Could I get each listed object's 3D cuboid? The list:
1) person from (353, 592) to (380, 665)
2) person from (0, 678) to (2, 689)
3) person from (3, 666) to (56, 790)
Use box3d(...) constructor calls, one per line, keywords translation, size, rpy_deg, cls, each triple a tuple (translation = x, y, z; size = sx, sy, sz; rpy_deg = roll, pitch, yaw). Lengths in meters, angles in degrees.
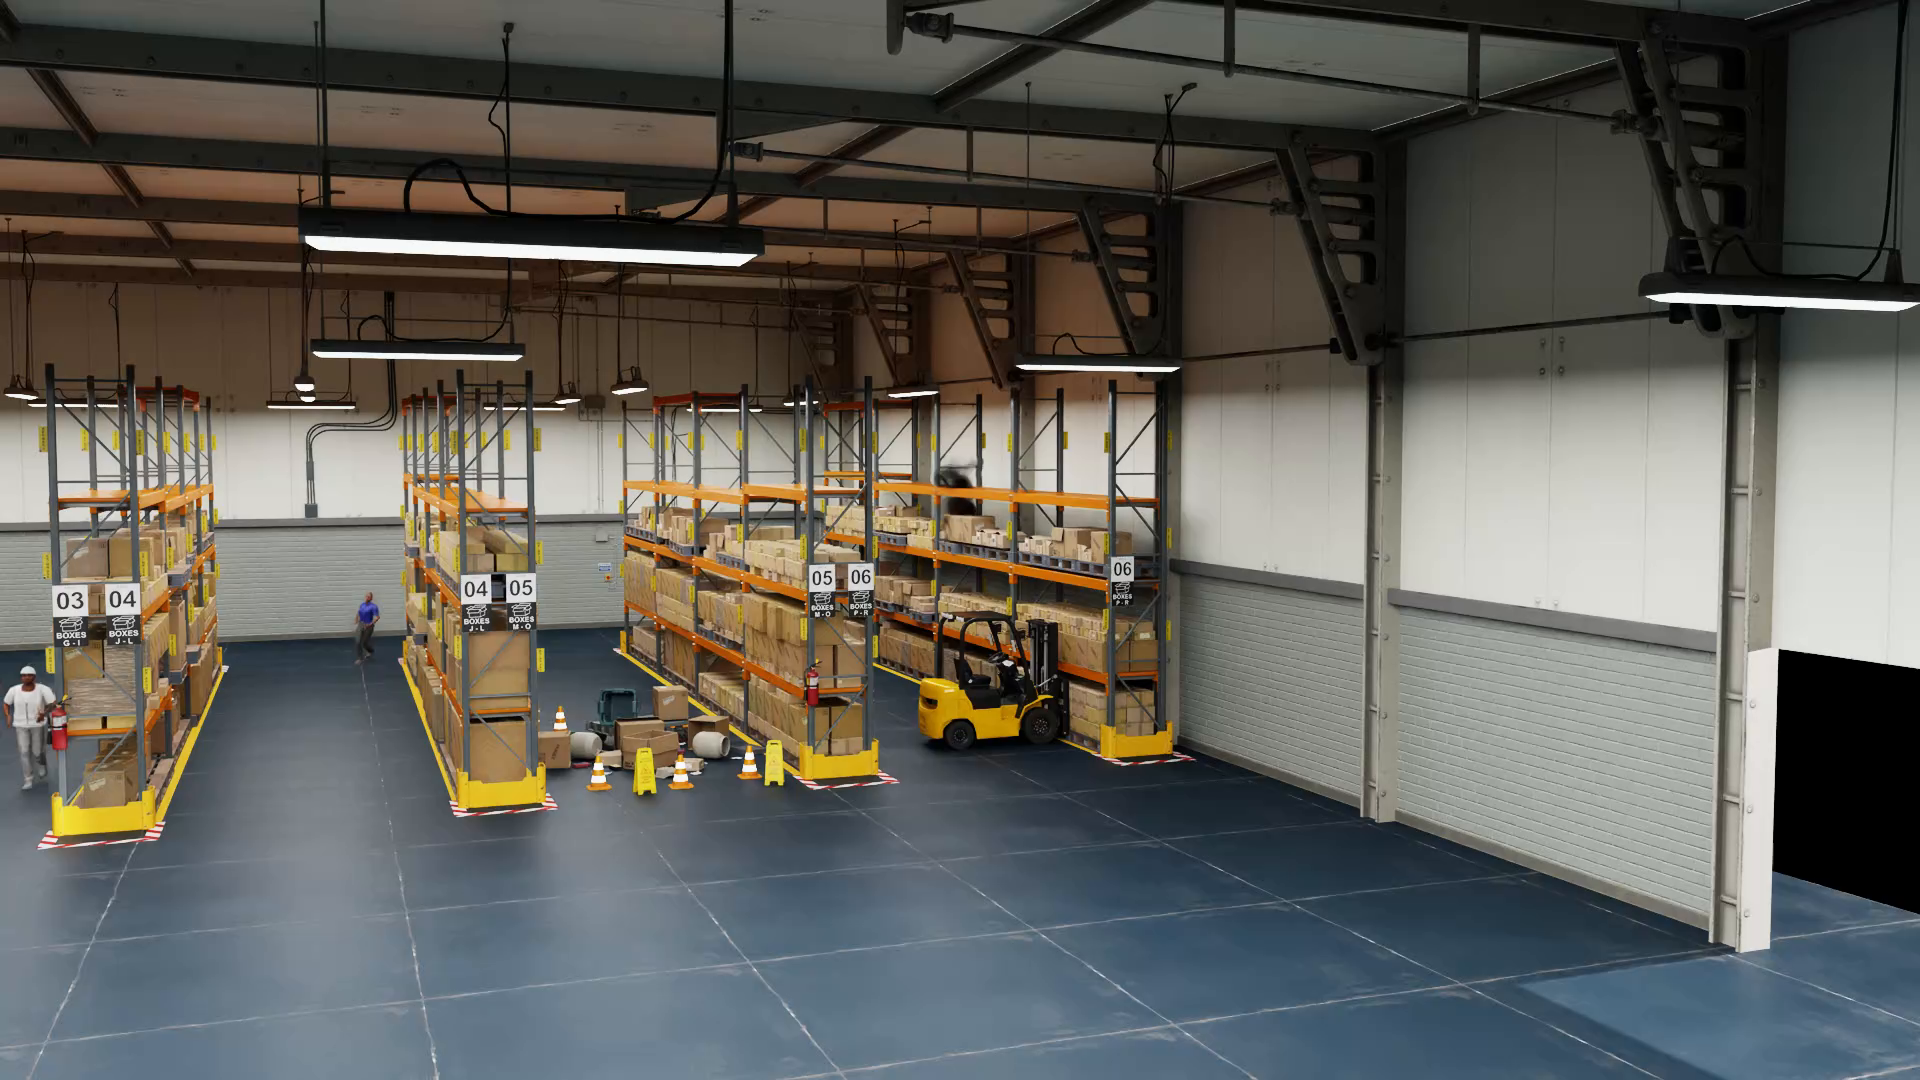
box3d(translation=(-13.462, 1.999, 37.803), size=(0.617, 1.634, 0.676), rpy_deg=(1, 3, 11), cls="person")
box3d(translation=(-15.620, 2.586, 26.441), size=(0.690, 1.721, 0.597), rpy_deg=(-2, 4, -37), cls="person")
box3d(translation=(-13.574, 2.711, 24.259), size=(0.707, 1.754, 0.777), rpy_deg=(-1, 4, -21), cls="person")
